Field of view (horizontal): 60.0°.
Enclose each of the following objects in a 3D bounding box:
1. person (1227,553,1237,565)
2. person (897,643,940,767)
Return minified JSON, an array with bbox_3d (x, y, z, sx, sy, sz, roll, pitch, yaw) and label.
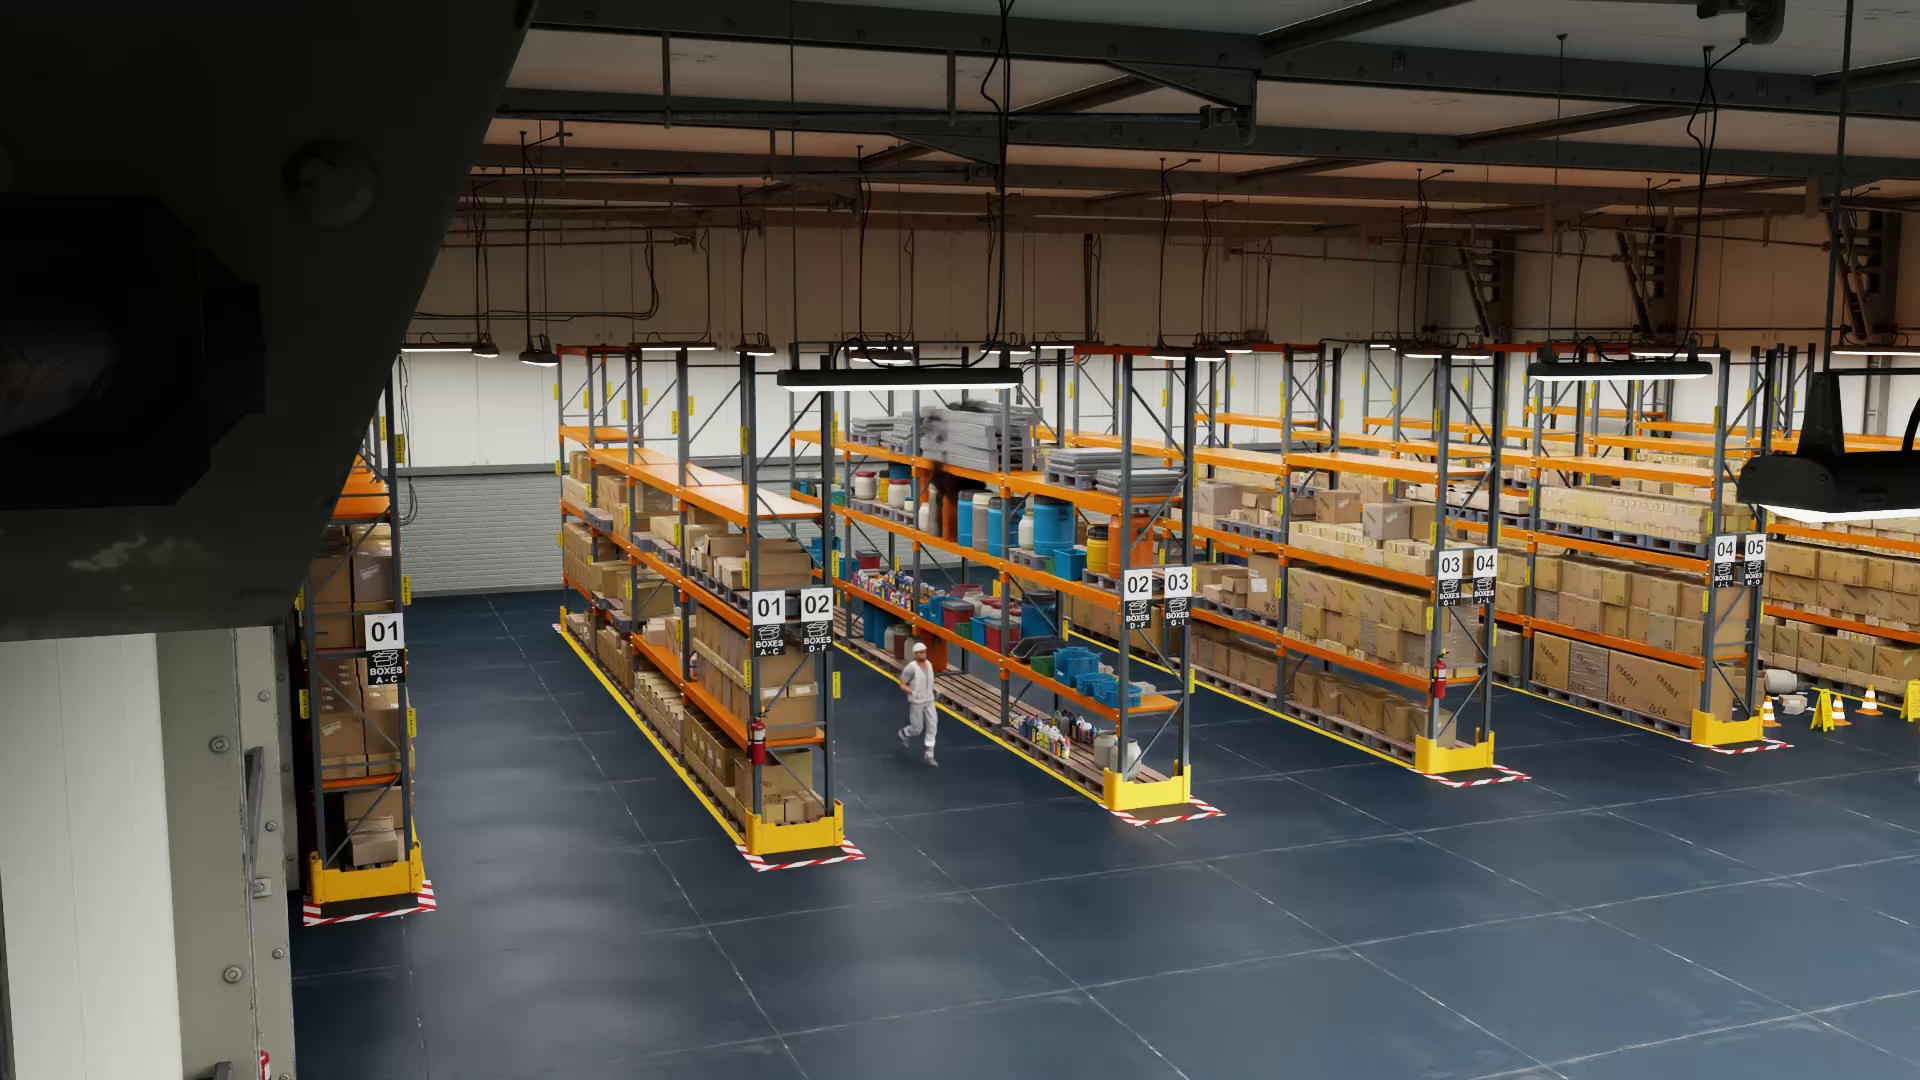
[{"bbox_3d":[6.868,0.172,42.064,0.735,1.699,0.588,-5,9,-35],"label":"person"},{"bbox_3d":[-0.589,2.377,24.339,0.656,1.783,0.899,-5,9,-37],"label":"person"}]
